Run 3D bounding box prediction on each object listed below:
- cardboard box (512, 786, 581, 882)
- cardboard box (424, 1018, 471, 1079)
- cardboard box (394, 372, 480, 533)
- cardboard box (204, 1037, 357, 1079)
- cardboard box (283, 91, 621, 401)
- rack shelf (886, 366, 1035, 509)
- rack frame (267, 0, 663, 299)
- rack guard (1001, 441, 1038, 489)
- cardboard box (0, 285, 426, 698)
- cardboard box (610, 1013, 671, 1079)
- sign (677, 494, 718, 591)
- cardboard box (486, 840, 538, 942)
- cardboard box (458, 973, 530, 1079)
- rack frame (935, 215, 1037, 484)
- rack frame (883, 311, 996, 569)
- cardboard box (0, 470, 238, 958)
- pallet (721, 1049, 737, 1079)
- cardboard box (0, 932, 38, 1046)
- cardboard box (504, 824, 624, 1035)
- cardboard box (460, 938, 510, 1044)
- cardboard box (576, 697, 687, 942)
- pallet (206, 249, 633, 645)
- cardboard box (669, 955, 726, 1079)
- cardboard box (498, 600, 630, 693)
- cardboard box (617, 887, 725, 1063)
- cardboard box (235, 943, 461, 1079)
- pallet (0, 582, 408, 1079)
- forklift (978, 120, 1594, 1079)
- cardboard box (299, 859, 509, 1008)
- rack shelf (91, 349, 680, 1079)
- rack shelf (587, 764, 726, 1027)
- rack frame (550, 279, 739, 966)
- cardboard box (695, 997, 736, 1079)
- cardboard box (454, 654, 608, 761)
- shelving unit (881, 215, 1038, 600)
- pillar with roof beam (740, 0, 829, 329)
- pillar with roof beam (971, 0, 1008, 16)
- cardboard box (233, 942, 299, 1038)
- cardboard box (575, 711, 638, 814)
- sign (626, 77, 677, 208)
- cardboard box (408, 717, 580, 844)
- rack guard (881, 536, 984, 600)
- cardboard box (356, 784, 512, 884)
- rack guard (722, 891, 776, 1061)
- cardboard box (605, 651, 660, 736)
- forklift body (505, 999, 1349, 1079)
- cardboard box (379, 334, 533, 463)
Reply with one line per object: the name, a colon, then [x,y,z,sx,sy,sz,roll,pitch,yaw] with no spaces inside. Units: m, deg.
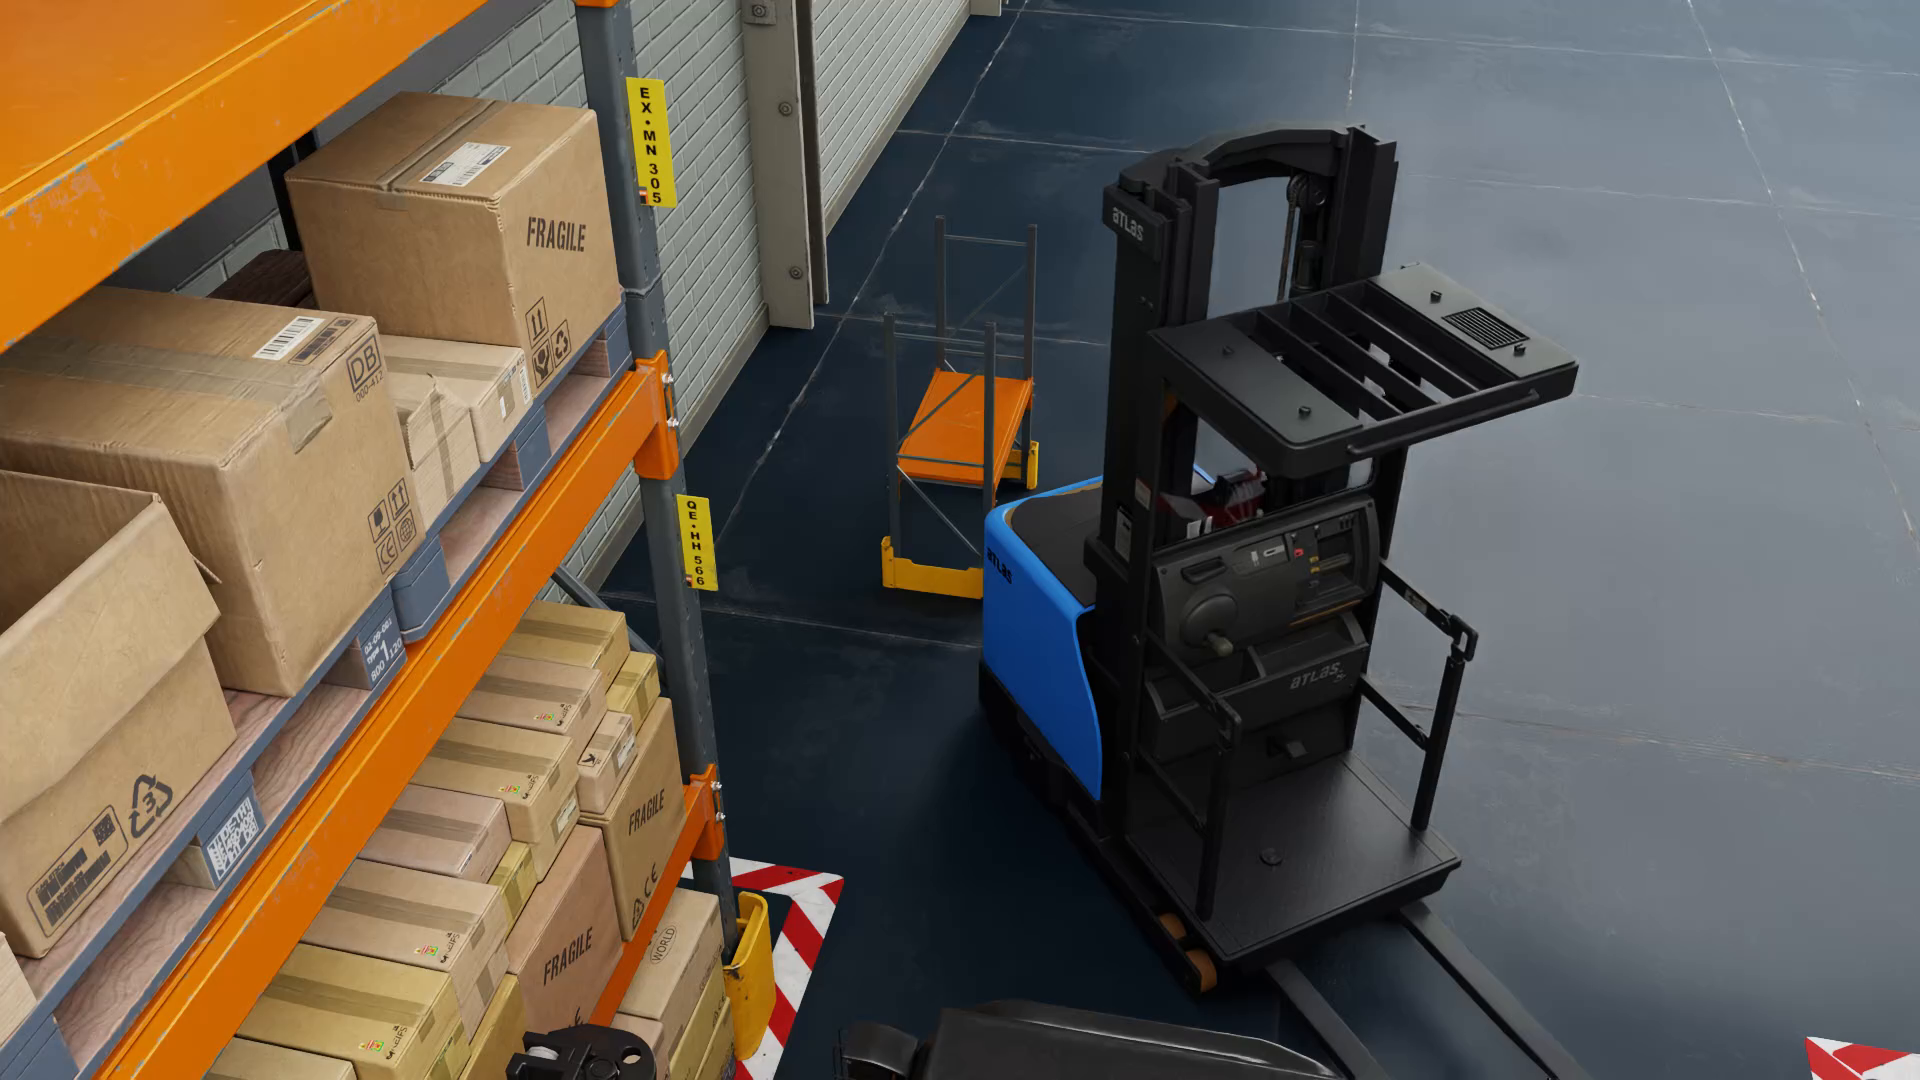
cardboard box: [-1.223,0.721,4.331,0.380,0.149,0.250,8,37,11]
cardboard box: [-1.332,1.168,3.714,0.380,0.149,0.250,8,37,10]
cardboard box: [-1.216,-0.213,3.374,0.396,0.266,0.258,7,37,10]
cardboard box: [-1.474,1.187,3.434,0.380,0.149,0.250,8,37,11]
cardboard box: [-1.138,-0.682,3.821,0.500,0.500,0.500,8,37,11]
rack shelf: [0.018,-0.511,8.253,0.538,0.185,1.000,7,37,10]
rack frame: [-1.281,-1.930,3.515,1.000,3.000,0.127,7,37,10]
rack guard: [0.123,-0.430,8.901,0.587,0.250,0.087,7,37,10]
cardboard box: [-1.454,-0.108,3.028,0.700,0.500,0.500,8,37,10]
cardboard box: [-1.178,1.634,4.843,0.500,0.250,0.500,8,37,11]
sign: [-0.754,0.010,4.761,0.100,0.325,0.005,7,37,10]
cardboard box: [-1.287,0.862,4.137,0.380,0.149,0.250,7,37,10]
cardboard box: [-1.359,1.364,3.997,0.500,0.500,0.500,7,36,9]
rack frame: [0.127,-0.948,8.550,0.500,1.500,0.032,7,37,10]
rack frame: [-0.090,-0.365,7.745,0.500,1.500,0.032,7,37,10]
cardboard box: [-1.617,0.222,2.571,0.797,0.503,0.637,8,37,11]
pallet: [-1.404,2.072,5.482,1.003,0.211,1.213,7,37,10]
cardboard box: [-1.522,0.609,2.240,0.396,0.266,0.258,6,36,9]
cardboard box: [-1.250,1.070,4.403,0.500,0.500,0.500,8,37,11]
cardboard box: [-1.298,1.021,3.918,0.380,0.149,0.250,6,36,8]
cardboard box: [-1.130,0.774,4.812,0.500,0.500,0.500,7,36,9]
pallet: [-1.458,-0.278,3.866,1.003,0.211,1.213,7,37,10]
cardboard box: [-1.080,1.558,5.374,0.500,0.250,0.500,7,36,9]
cardboard box: [-1.152,0.307,4.649,0.380,0.149,0.250,7,37,10]
cardboard box: [-1.075,1.341,5.248,0.500,0.250,0.500,8,37,12]
cardboard box: [-1.327,1.051,3.622,0.380,0.149,0.250,8,37,11]
pallet: [-1.716,0.424,2.899,1.003,0.211,1.213,7,37,10]
forklift: [1.200,0.198,5.750,1.130,2.935,3.031,-17,39,-22]
cardboard box: [-1.277,0.903,3.827,0.380,0.149,0.250,8,37,11]
rack shelf: [-1.709,0.722,3.024,1.077,0.370,4.000,7,37,10]
rack shelf: [-1.709,1.937,3.905,1.077,0.370,4.000,7,37,10]
rack frame: [-1.281,0.499,5.276,1.000,3.000,0.127,7,37,10]
cardboard box: [-1.073,1.751,5.533,0.500,0.250,0.500,8,37,10]
cardboard box: [-1.174,0.452,4.448,0.380,0.149,0.250,7,37,10]
shelving unit: [0.016,-0.651,8.140,0.587,1.500,1.083,7,37,10]
pillar with roof beam: [3.177,-4.544,7.122,9.100,9.000,0.400,7,37,10]
pillar with roof beam: [4.458,-7.984,11.868,9.100,9.000,0.400,7,37,10]
cardboard box: [-1.851,1.298,4.088,0.500,0.500,0.500,7,37,10]
cardboard box: [-1.107,0.580,4.526,0.380,0.149,0.250,8,37,11]
sign: [-0.754,-0.966,4.054,0.100,0.325,0.005,7,37,10]
cardboard box: [-1.204,0.606,4.237,0.380,0.149,0.250,8,37,11]
rack guard: [-0.090,0.141,8.113,0.587,0.250,0.087,7,37,10]
cardboard box: [-1.330,0.739,4.053,0.380,0.149,0.250,8,37,10]
rack guard: [-1.276,1.497,6.028,1.175,0.500,0.348,7,37,10]
cardboard box: [-1.082,0.430,4.733,0.380,0.149,0.250,8,37,11]
forklift body: [0.096,2.158,3.709,2.313,2.155,1.214,7,37,10]
cardboard box: [-1.162,-0.311,3.609,0.380,0.149,0.250,6,36,9]
